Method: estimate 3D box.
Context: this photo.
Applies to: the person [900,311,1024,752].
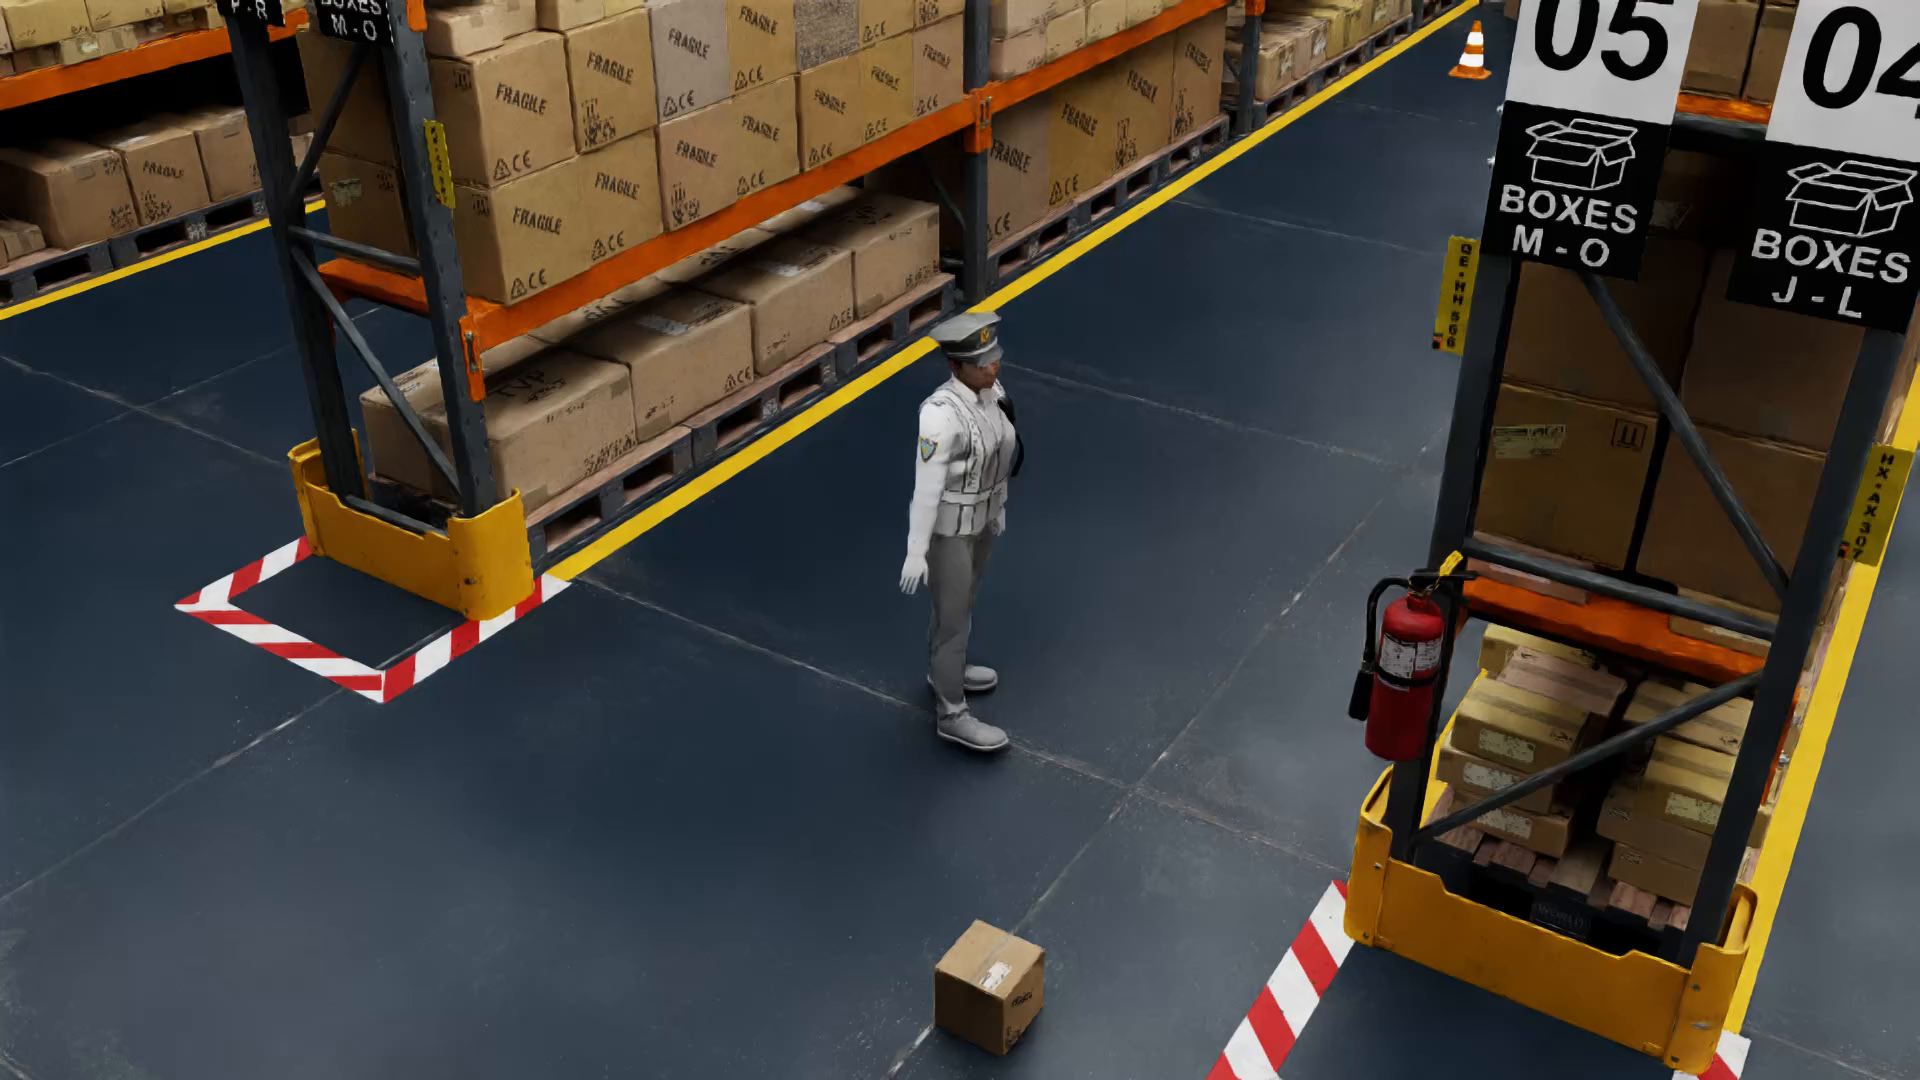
[{"bbox_3d":[0.024,-0.028,6.113,0.492,1.677,0.658,16,34,24],"label":"person"}]
